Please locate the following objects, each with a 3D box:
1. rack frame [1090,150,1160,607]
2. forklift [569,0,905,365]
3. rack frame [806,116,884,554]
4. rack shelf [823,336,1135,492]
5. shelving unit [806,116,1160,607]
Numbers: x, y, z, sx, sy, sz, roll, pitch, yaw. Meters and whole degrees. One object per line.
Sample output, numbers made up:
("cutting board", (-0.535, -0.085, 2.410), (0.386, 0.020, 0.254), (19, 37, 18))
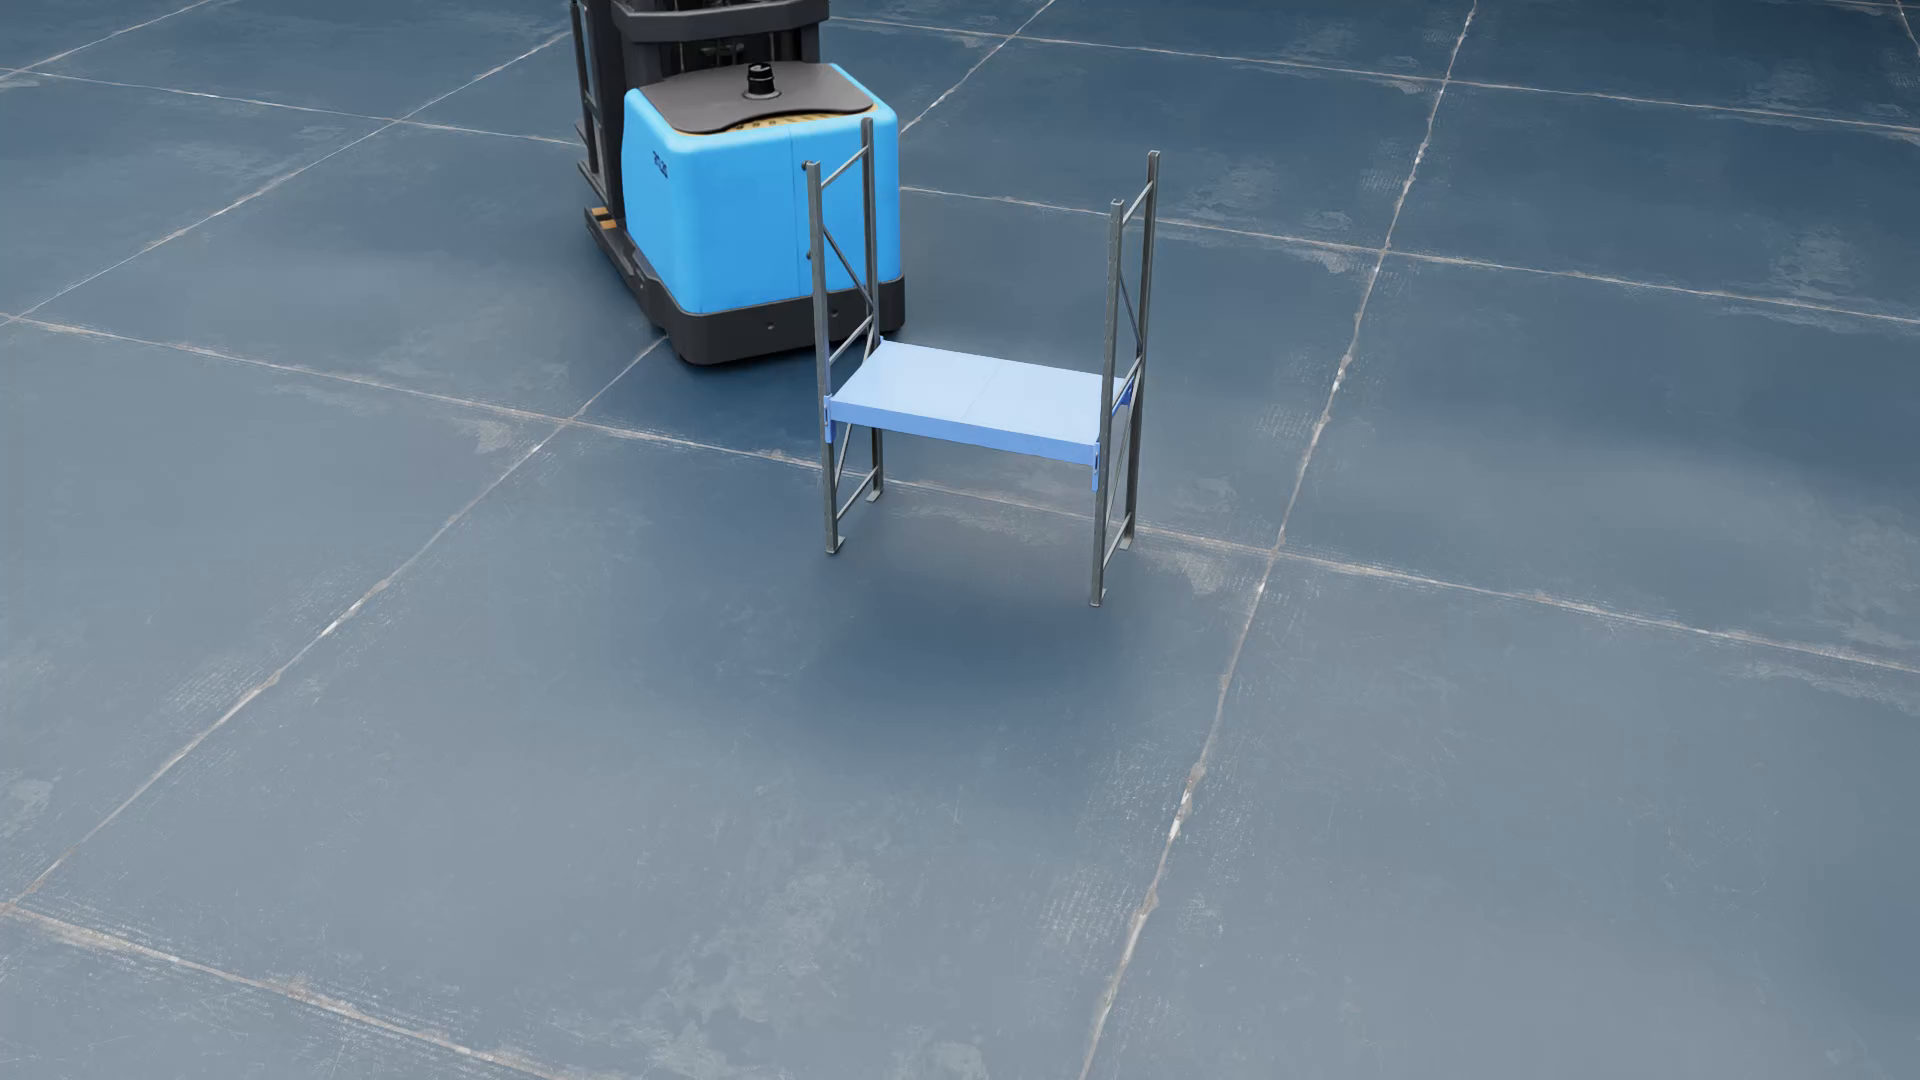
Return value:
("rack frame", (0.559, -0.521, 5.675), (0.032, 1.500, 0.500), (11, 34, 16))
("forklift", (-1.308, -2.789, 7.868), (1.130, 2.935, 3.031), (-13, 35, -20))
("rack frame", (-0.398, -0.708, 5.963), (0.032, 1.500, 0.500), (11, 34, 16))
("rack shelf", (0.080, -0.463, 5.917), (1.000, 0.185, 0.538), (11, 34, 16))
("shelving unit", (0.080, -0.614, 5.819), (1.048, 1.500, 0.538), (11, 34, 16))
